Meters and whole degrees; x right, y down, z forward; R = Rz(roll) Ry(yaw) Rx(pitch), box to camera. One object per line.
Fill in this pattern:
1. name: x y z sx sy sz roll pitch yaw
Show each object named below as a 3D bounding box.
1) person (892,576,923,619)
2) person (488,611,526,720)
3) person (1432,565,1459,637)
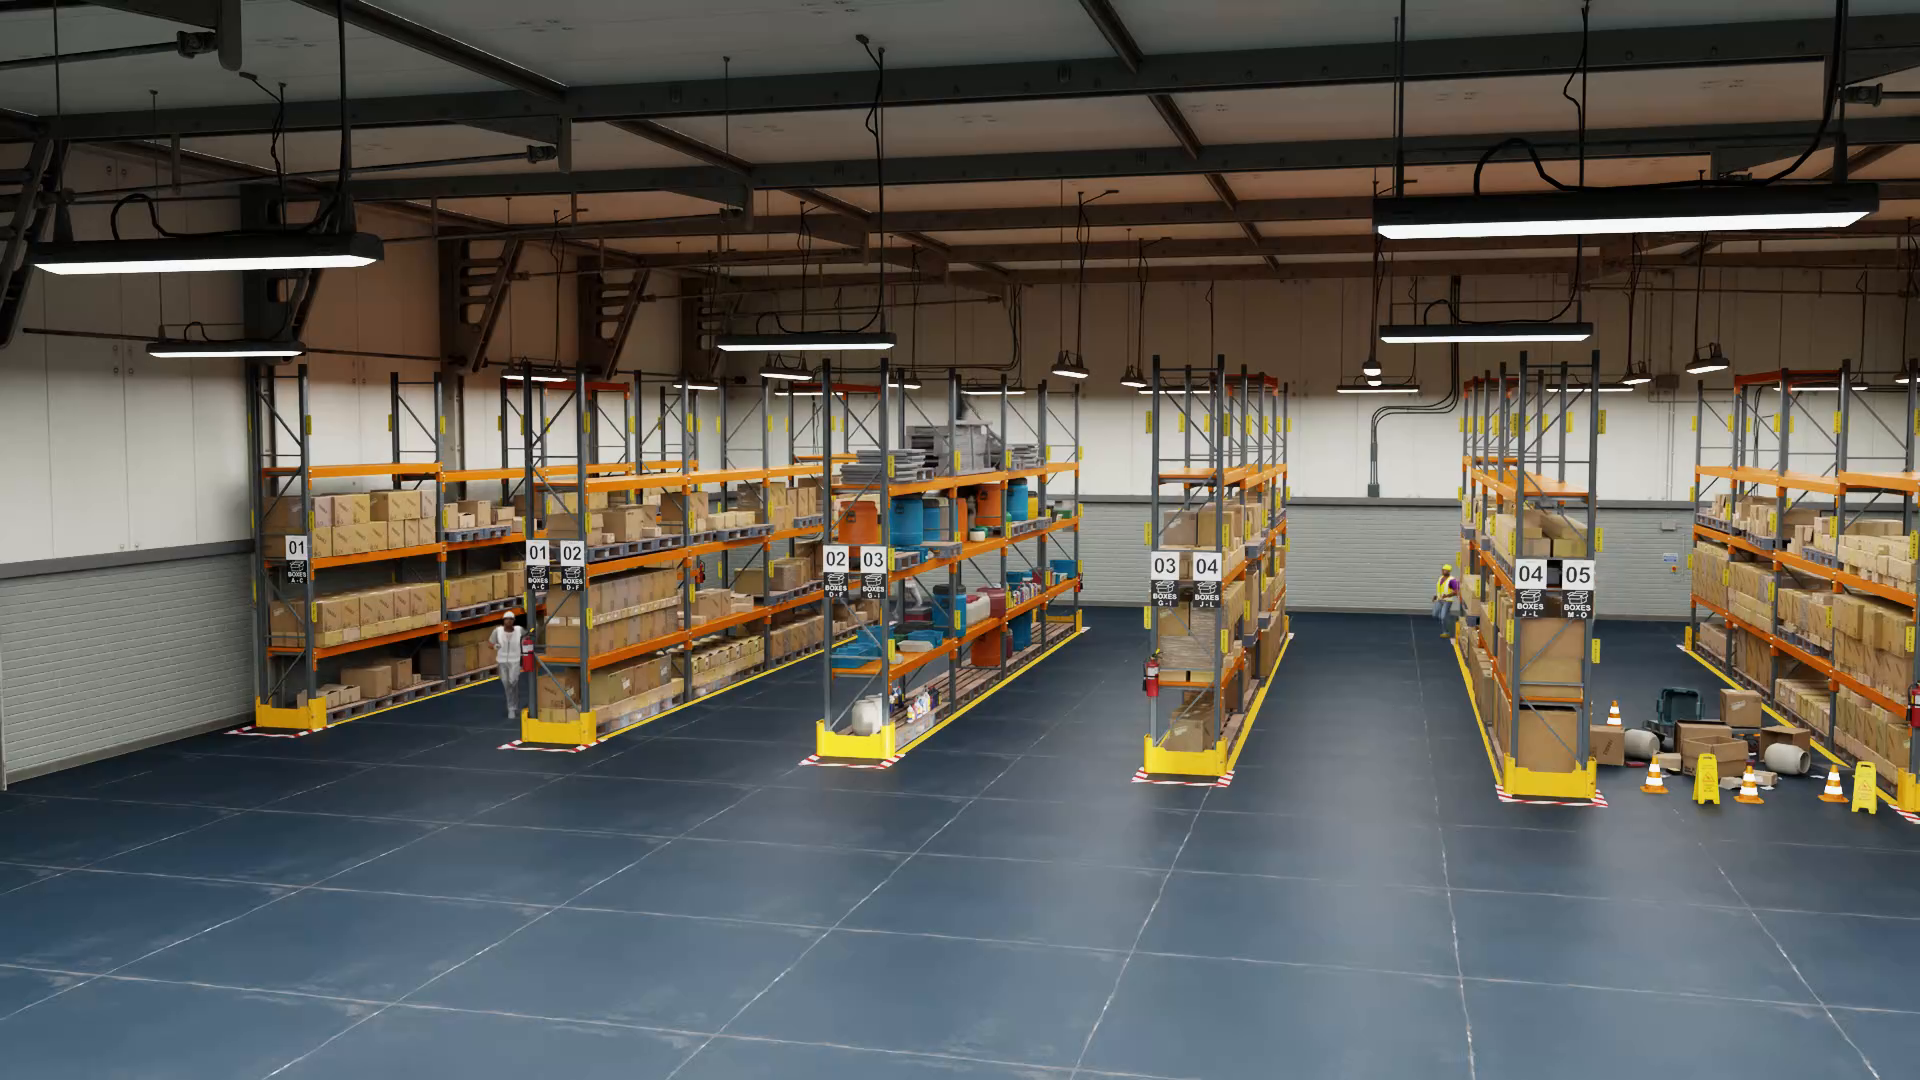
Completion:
1. person: -1.321 1.203 42.304 0.959 1.778 0.665 3 5 38
2. person: -7.797 2.135 28.677 0.651 1.833 0.849 0 4 -6
3. person: 11.422 1.439 39.207 0.580 1.717 0.698 -2 5 -30
